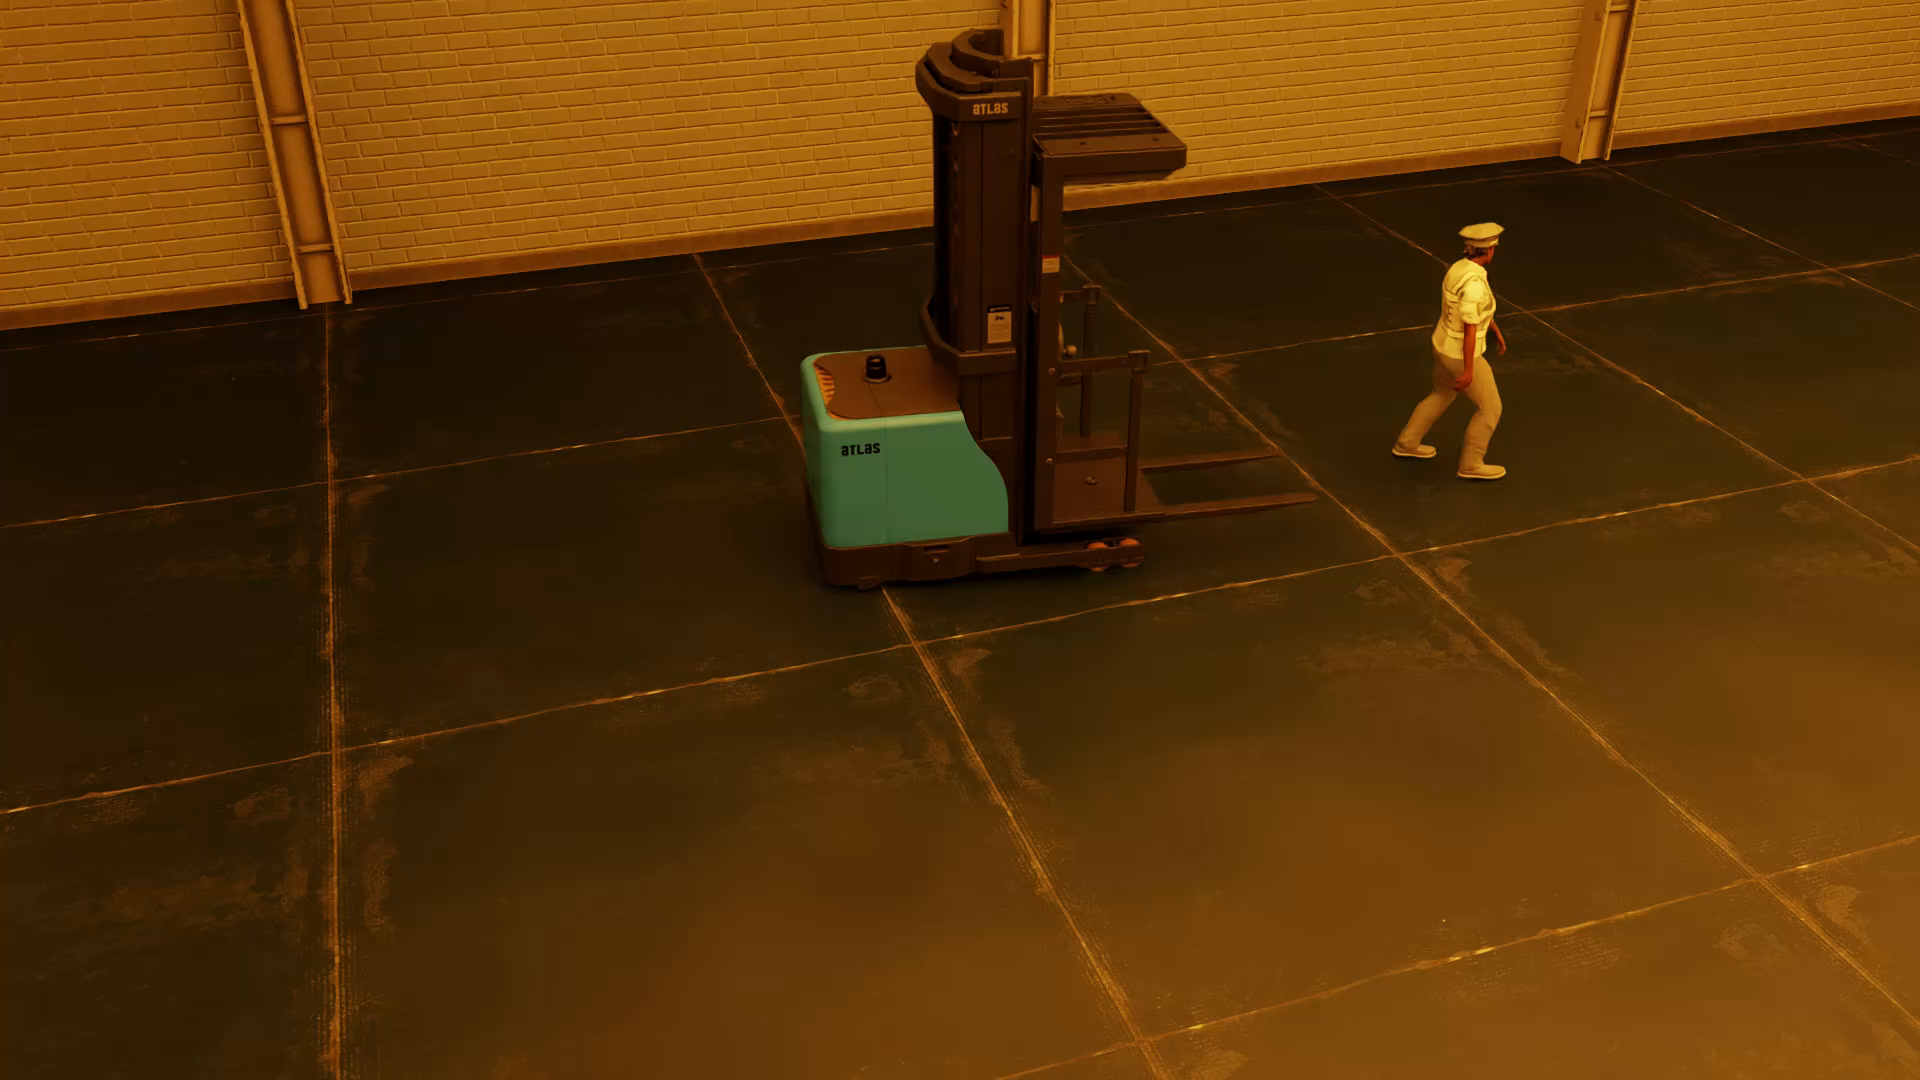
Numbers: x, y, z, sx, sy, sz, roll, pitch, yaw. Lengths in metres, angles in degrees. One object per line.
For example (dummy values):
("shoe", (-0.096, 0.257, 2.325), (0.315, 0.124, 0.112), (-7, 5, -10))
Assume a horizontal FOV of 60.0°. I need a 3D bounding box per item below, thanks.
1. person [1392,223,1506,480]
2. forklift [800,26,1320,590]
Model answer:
("person", (3.185, -1.177, 10.467), (0.636, 1.611, 0.566), (-1, 30, -1))
("forklift", (0.620, -1.342, 9.420), (3.031, 2.935, 1.130), (-6, 30, -10))
